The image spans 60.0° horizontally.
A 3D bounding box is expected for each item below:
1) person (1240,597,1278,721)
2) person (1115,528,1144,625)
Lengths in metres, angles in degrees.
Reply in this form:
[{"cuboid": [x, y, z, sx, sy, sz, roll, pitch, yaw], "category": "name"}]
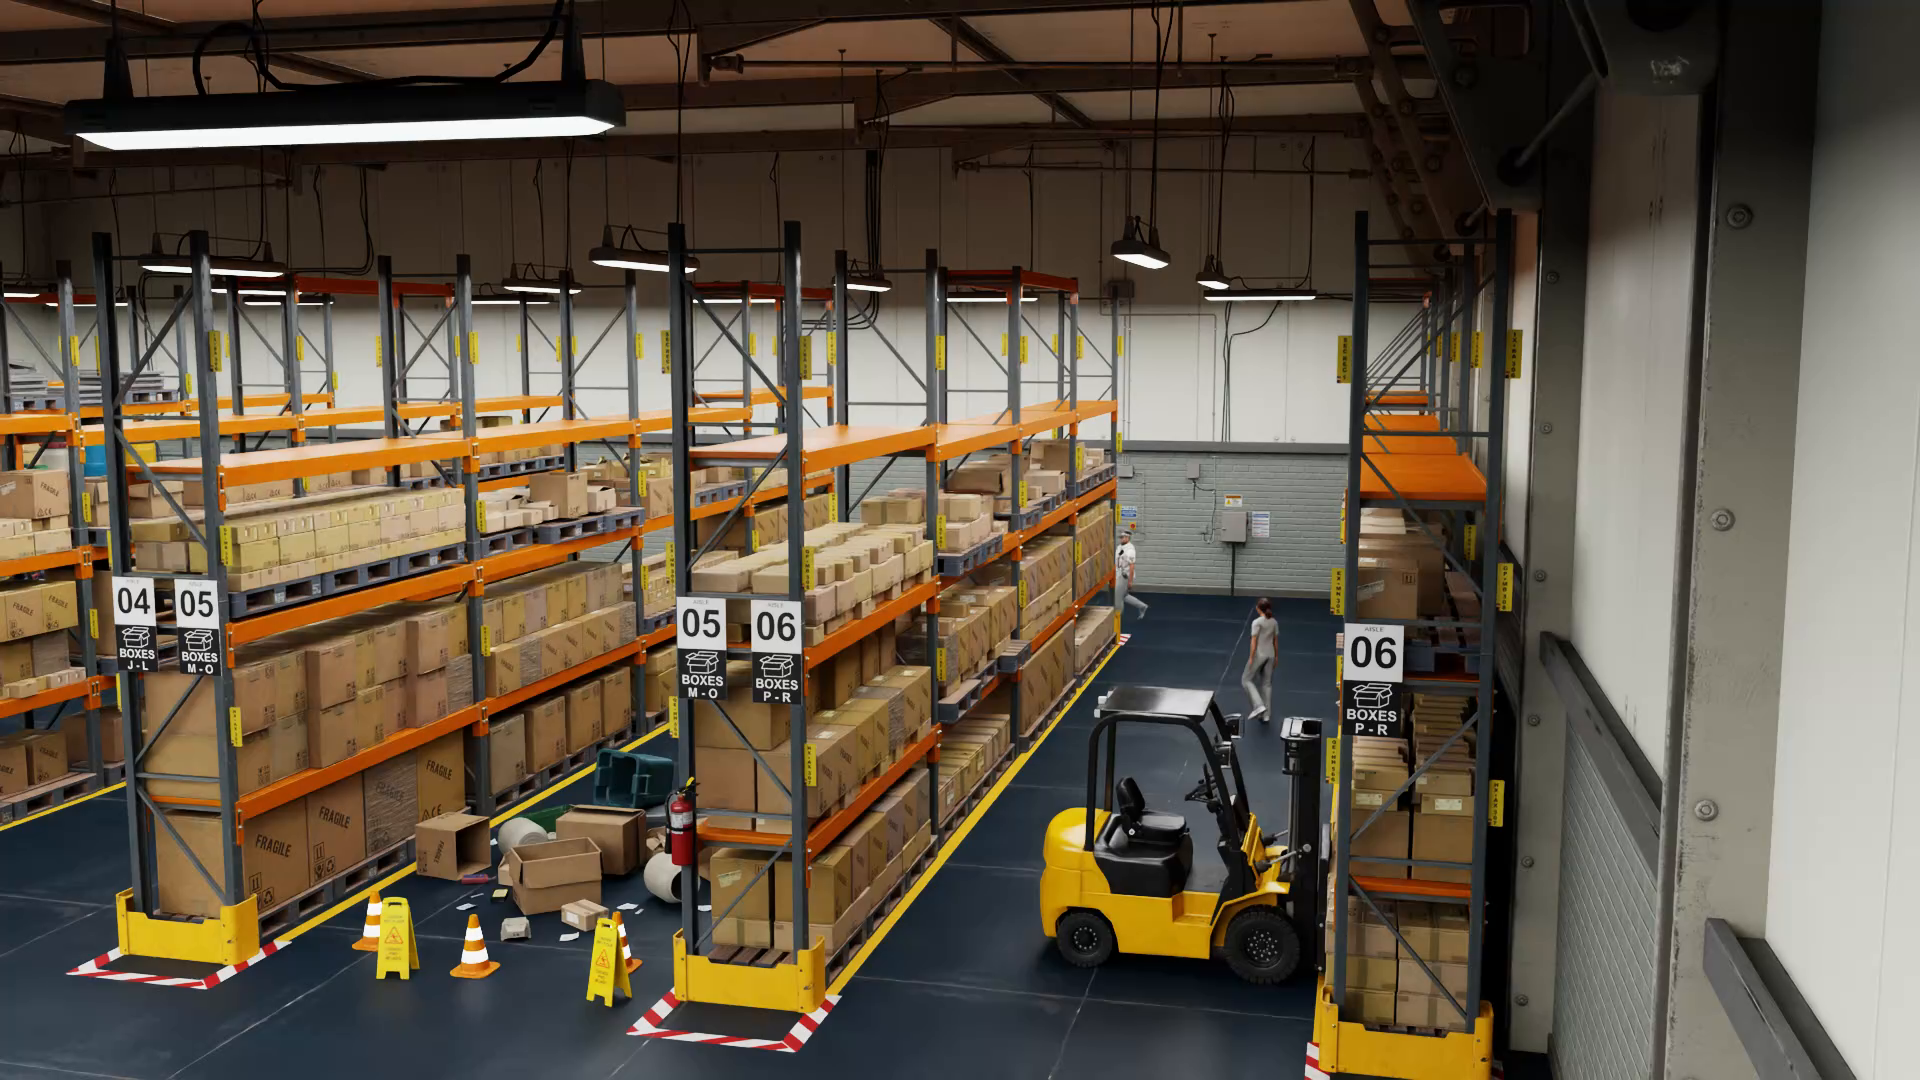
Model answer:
[{"cuboid": [4.084, 1.606, 22.445, 0.505, 1.671, 0.428, -4, 8, -32], "category": "person"}, {"cuboid": [2.988, 0.656, 29.833, 0.725, 1.760, 0.531, -1, 7, -9], "category": "person"}]
